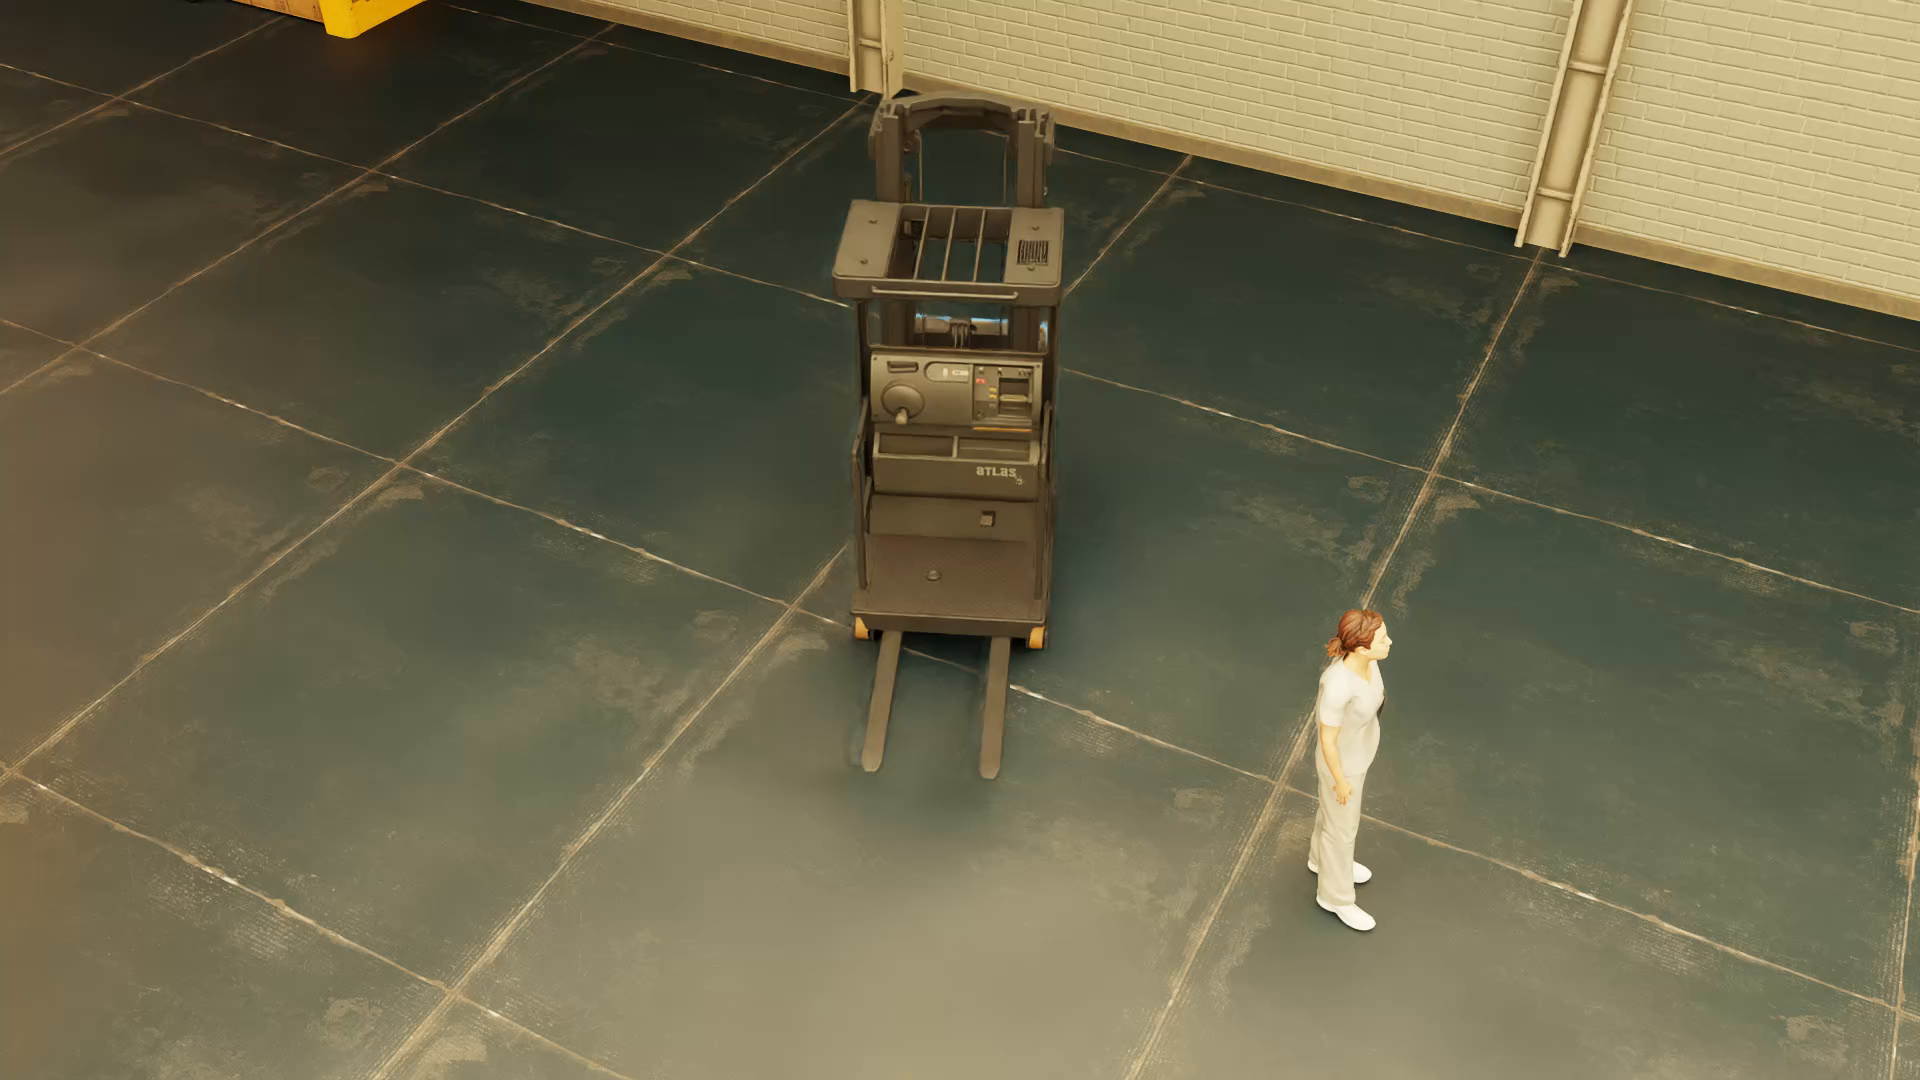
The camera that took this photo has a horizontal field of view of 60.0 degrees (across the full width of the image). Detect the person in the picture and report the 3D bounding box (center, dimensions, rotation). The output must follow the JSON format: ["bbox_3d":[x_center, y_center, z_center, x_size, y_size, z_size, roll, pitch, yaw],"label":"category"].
[{"bbox_3d":[1.863,1.024,7.733,0.548,1.673,0.550,19,44,21],"label":"person"}]

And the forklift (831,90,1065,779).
[{"bbox_3d":[-0.036,-0.725,8.847,1.130,2.935,3.031,3,40,4],"label":"forklift"}]
